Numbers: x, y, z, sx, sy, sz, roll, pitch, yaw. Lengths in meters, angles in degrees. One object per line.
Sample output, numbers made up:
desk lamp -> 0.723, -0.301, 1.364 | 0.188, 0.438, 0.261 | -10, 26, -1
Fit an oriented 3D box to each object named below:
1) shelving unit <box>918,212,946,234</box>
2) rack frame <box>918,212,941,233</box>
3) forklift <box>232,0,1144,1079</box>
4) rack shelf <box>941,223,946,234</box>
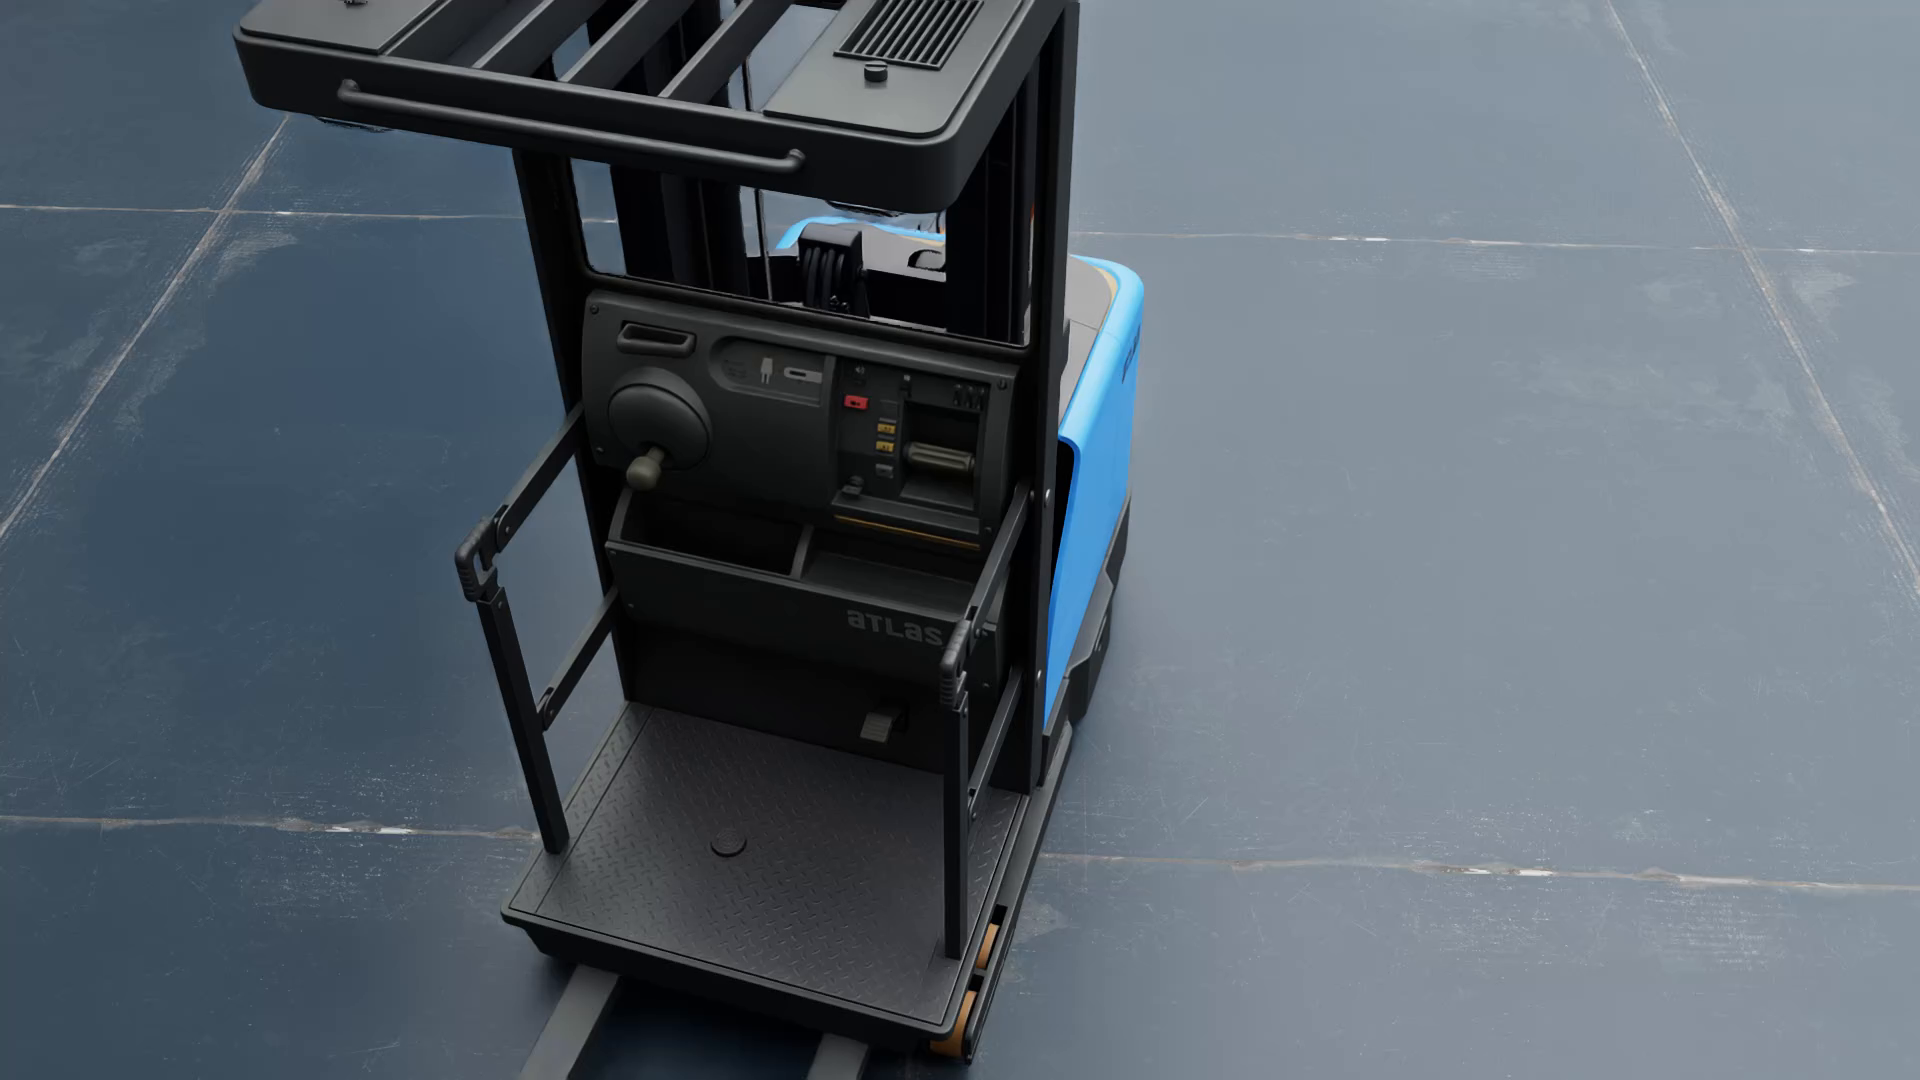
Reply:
shelving unit -> 0.031, -0.547, 5.067 | 0.252, 1.050, 0.215 | 11, 44, 12
rack frame -> -0.087, -0.570, 5.092 | 0.008, 1.050, 0.200 | 11, 44, 12
forklift -> -0.406, -0.161, 3.273 | 1.130, 2.935, 3.031 | 12, 44, 12
rack shelf -> 0.031, -0.747, 4.881 | 0.240, 0.259, 0.215 | 11, 44, 12
